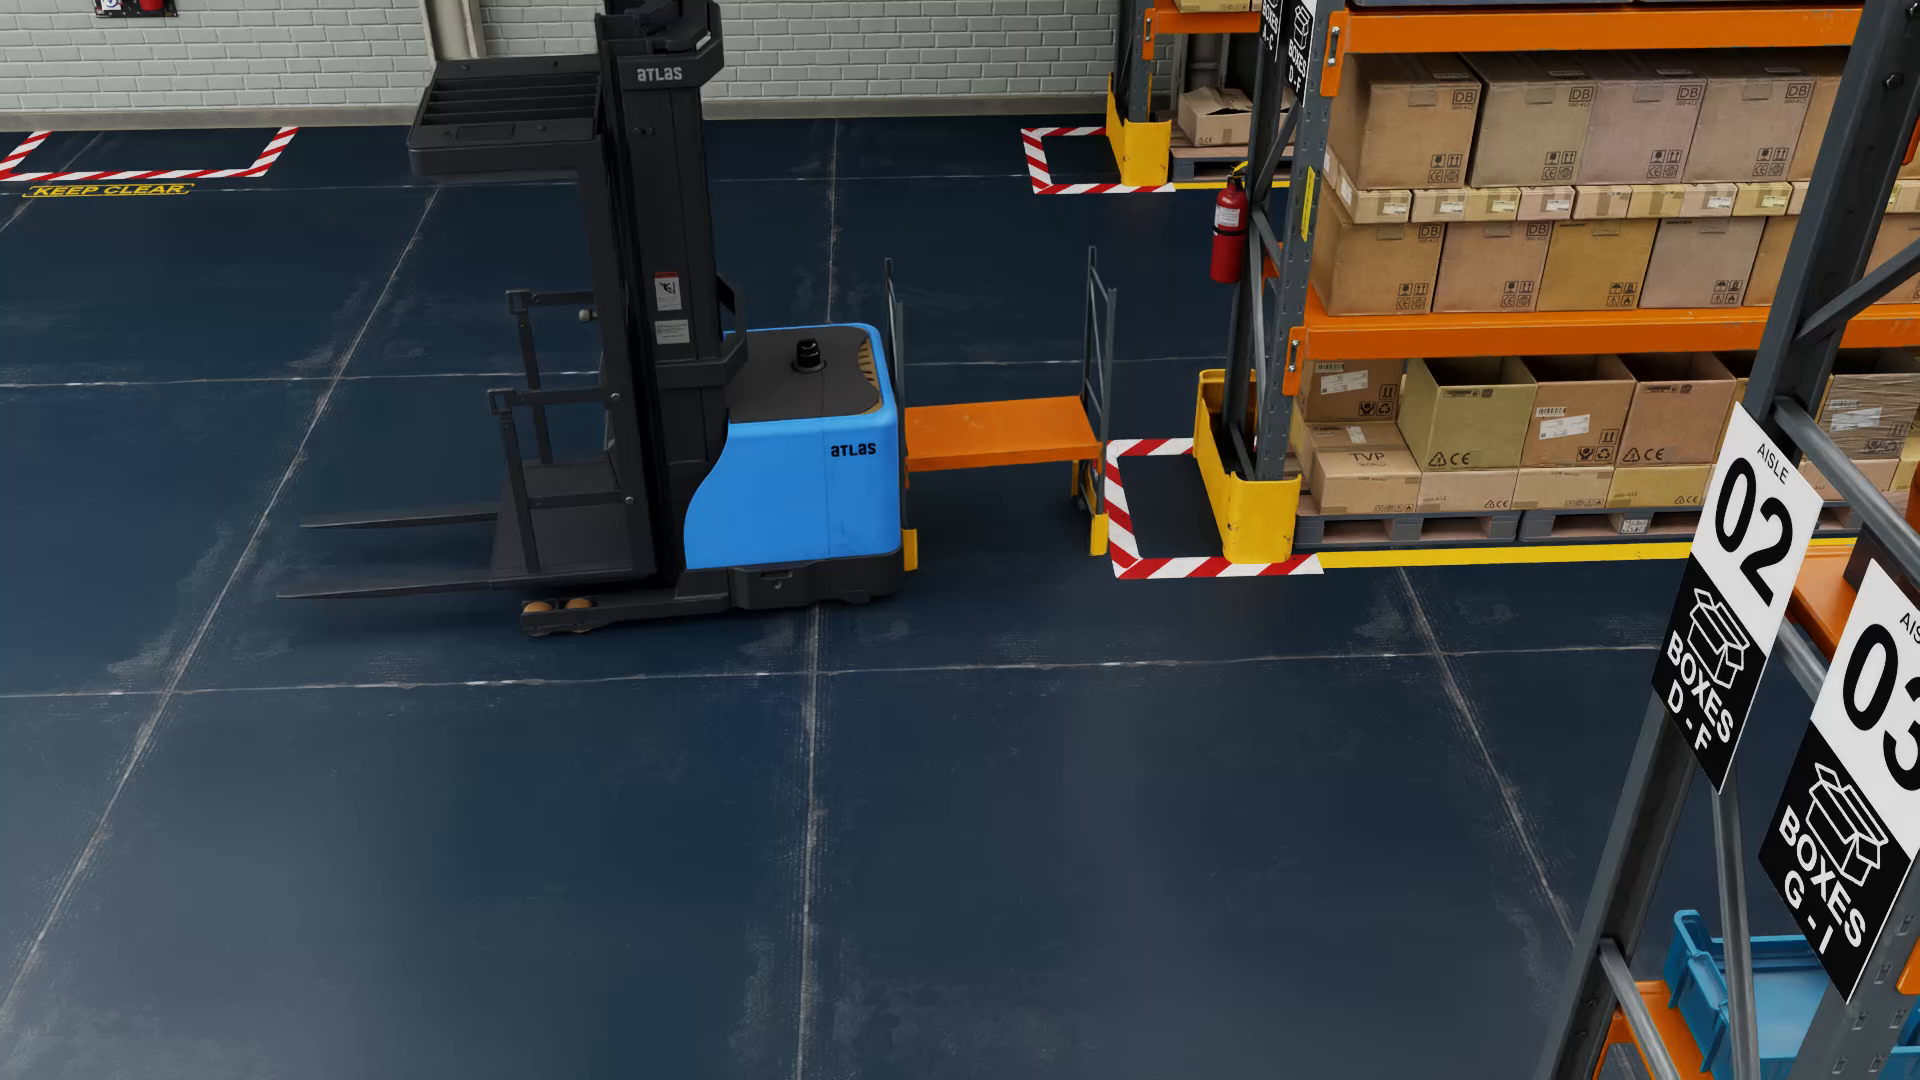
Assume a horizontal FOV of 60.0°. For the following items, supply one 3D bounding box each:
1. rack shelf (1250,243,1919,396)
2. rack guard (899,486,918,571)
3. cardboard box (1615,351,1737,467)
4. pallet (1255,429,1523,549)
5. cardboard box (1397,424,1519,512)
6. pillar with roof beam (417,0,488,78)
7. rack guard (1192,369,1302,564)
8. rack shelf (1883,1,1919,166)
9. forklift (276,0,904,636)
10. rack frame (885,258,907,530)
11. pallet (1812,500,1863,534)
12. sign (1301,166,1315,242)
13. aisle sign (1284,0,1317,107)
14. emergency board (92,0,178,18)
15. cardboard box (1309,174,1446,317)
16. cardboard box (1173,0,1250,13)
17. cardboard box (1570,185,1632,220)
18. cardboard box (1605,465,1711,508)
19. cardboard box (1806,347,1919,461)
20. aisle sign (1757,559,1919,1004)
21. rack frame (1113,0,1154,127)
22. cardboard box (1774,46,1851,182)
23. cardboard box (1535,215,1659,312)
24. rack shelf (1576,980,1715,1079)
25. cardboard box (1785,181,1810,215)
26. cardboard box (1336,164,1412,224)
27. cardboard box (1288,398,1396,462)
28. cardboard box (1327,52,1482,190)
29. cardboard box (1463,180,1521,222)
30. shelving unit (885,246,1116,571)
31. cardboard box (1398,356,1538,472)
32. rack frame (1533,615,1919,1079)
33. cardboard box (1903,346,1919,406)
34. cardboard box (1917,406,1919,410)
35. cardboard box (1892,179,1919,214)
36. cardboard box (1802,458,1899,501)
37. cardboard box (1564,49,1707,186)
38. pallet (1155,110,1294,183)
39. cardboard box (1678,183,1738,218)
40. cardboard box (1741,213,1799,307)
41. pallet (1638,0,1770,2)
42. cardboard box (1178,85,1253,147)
[{"bbox_3d":[3.548,-1.202,8.520,4.000,0.370,1.077,-2,35,-2],"label":"rack shelf"},{"bbox_3d":[-0.298,-0.111,8.726,0.087,0.250,0.587,-5,35,-7],"label":"rack guard"},{"bbox_3d":[3.595,-0.722,8.581,0.500,0.500,0.500,-2,35,-2],"label":"cardboard box"},{"bbox_3d":[2.312,-0.342,9.095,1.213,0.211,1.003,-2,35,-2],"label":"pallet"},{"bbox_3d":[2.596,-0.390,8.761,0.500,0.250,0.500,-2,35,-2],"label":"cardboard box"},{"bbox_3d":[-3.819,-4.629,7.567,0.400,9.000,9.100,-2,35,-2],"label":"pillar with roof beam"},{"bbox_3d":[1.526,-0.416,8.948,0.348,0.500,1.175,-2,35,-2],"label":"rack guard"},{"bbox_3d":[3.779,-0.689,2.858,4.000,0.370,1.077,-2,35,-2],"label":"rack shelf"},{"bbox_3d":[-1.840,-1.059,7.740,3.031,2.935,1.130,-5,35,-7],"label":"forklift"},{"bbox_3d":[-0.317,-0.623,8.369,0.032,1.500,0.500,-5,35,-7],"label":"rack frame"},{"bbox_3d":[4.749,-0.408,9.190,1.213,0.211,1.003,-2,35,-2],"label":"pallet"},{"bbox_3d":[1.570,-1.517,7.512,0.005,0.325,0.100,-2,35,-2],"label":"sign"},{"bbox_3d":[1.499,-2.338,7.244,0.004,0.787,0.394,-2,35,-2],"label":"aisle sign"},{"bbox_3d":[-6.493,-4.564,12.745,0.643,1.169,0.194,-2,35,-2],"label":"emergency board"},{"bbox_3d":[2.017,-1.491,8.217,0.500,0.500,0.700,-2,35,-2],"label":"cardboard box"},{"bbox_3d":[1.814,-4.039,12.101,0.500,0.250,0.500,-3,35,-4],"label":"cardboard box"},{"bbox_3d":[2.983,-1.669,7.904,0.250,0.149,0.380,-3,35,-4],"label":"cardboard box"},{"bbox_3d":[3.595,-0.414,8.796,0.500,0.250,0.500,-2,35,-2],"label":"cardboard box"},{"bbox_3d":[4.593,-0.759,8.635,0.500,0.500,0.500,-2,35,-2],"label":"cardboard box"},{"bbox_3d":[1.723,0.471,3.186,0.004,0.787,0.394,-2,35,-2],"label":"aisle sign"},{"bbox_3d":[1.312,-4.260,12.306,0.127,3.000,1.000,-2,35,-2],"label":"rack frame"},{"bbox_3d":[4.098,-2.084,7.933,0.500,0.500,0.700,-2,35,-2],"label":"cardboard box"},{"bbox_3d":[3.038,-1.518,8.256,0.500,0.500,0.700,-1,35,-2],"label":"cardboard box"},{"bbox_3d":[3.779,1.613,4.451,4.000,0.370,1.077,-2,35,-2],"label":"rack shelf"},{"bbox_3d":[4.016,-1.698,7.945,0.250,0.149,0.380,-1,35,-1],"label":"cardboard box"},{"bbox_3d":[1.952,-1.640,7.863,0.250,0.149,0.380,-2,35,-3],"label":"cardboard box"},{"bbox_3d":[2.072,-0.669,9.164,0.500,0.250,0.500,-2,35,-2],"label":"cardboard box"},{"bbox_3d":[2.070,-2.026,7.850,0.500,0.500,0.700,-1,35,-2],"label":"cardboard box"},{"bbox_3d":[2.465,-1.655,7.884,0.250,0.149,0.380,-1,35,-2],"label":"cardboard box"},{"bbox_3d":[0.195,-0.664,8.428,1.083,1.500,0.587,-5,35,-7],"label":"shelving unit"},{"bbox_3d":[2.596,-0.697,8.546,0.500,0.500,0.500,-2,35,-2],"label":"cardboard box"},{"bbox_3d":[1.781,1.371,4.169,0.127,3.000,1.000,-2,35,-2],"label":"rack frame"},{"bbox_3d":[5.068,-1.068,9.082,0.500,0.500,0.500,-2,35,-2],"label":"cardboard box"},{"bbox_3d":[5.068,-0.754,9.287,0.500,0.250,0.500,-2,35,-2],"label":"cardboard box"},{"bbox_3d":[4.513,-1.709,7.962,0.250,0.149,0.380,-2,35,-2],"label":"cardboard box"},{"bbox_3d":[4.593,-0.450,8.847,0.500,0.250,0.500,-2,35,-2],"label":"cardboard box"},{"bbox_3d":[3.098,-2.057,7.895,0.500,0.500,0.700,-1,35,-2],"label":"cardboard box"},{"bbox_3d":[2.201,-3.117,13.105,1.213,0.211,1.003,-2,35,-2],"label":"pallet"},{"bbox_3d":[3.488,-1.681,7.922,0.250,0.149,0.380,-1,35,-2],"label":"cardboard box"},{"bbox_3d":[4.075,-1.549,8.300,0.500,0.500,0.700,-1,35,-2],"label":"cardboard box"},{"bbox_3d":[3.479,-2.680,7.465,1.213,0.211,1.003,-2,35,-2],"label":"pallet"},{"bbox_3d":[2.007,-3.303,12.899,0.500,0.311,0.500,-5,35,-8],"label":"cardboard box"}]
